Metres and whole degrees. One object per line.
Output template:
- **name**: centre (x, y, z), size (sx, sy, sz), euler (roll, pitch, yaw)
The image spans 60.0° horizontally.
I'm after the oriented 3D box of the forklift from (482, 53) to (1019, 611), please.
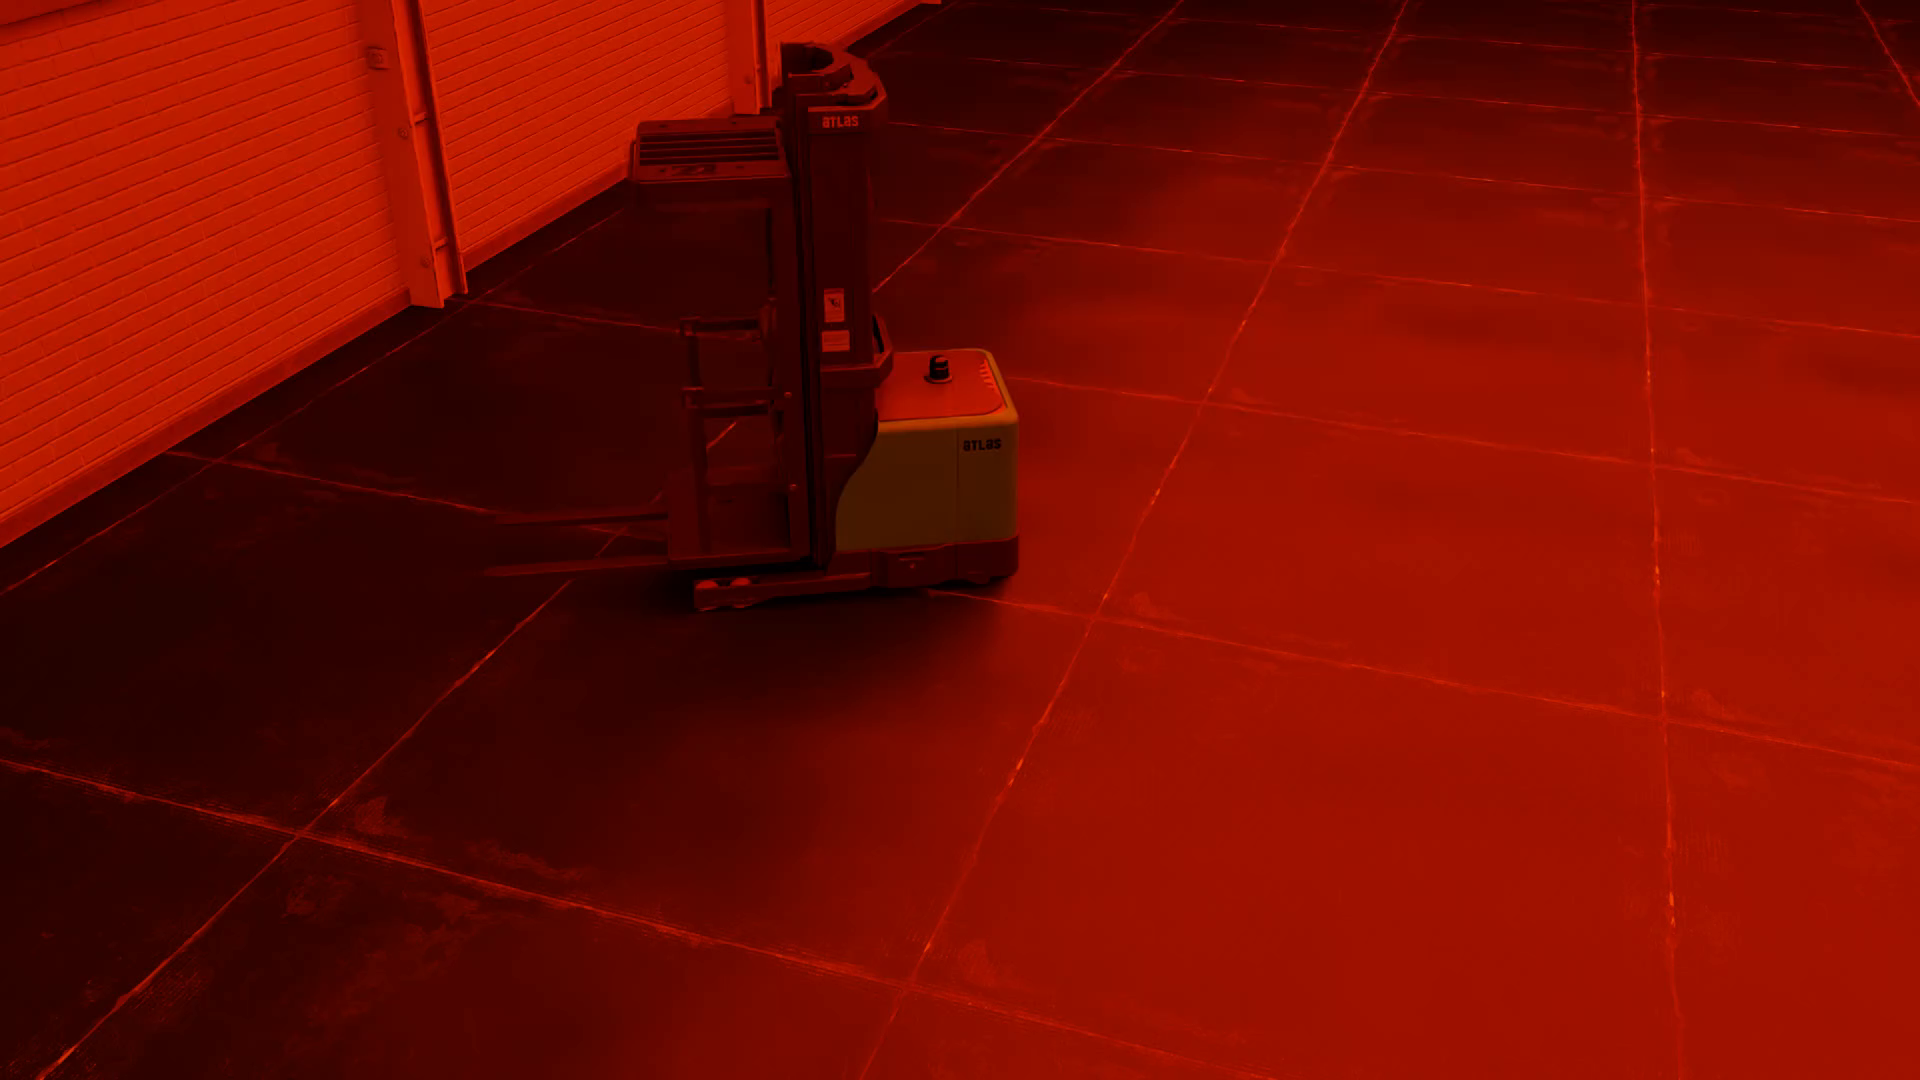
- **forklift**: centre (-1.223, -1.127, 9.178), size (3.031, 2.867, 1.129), euler (-4, 30, -8)
